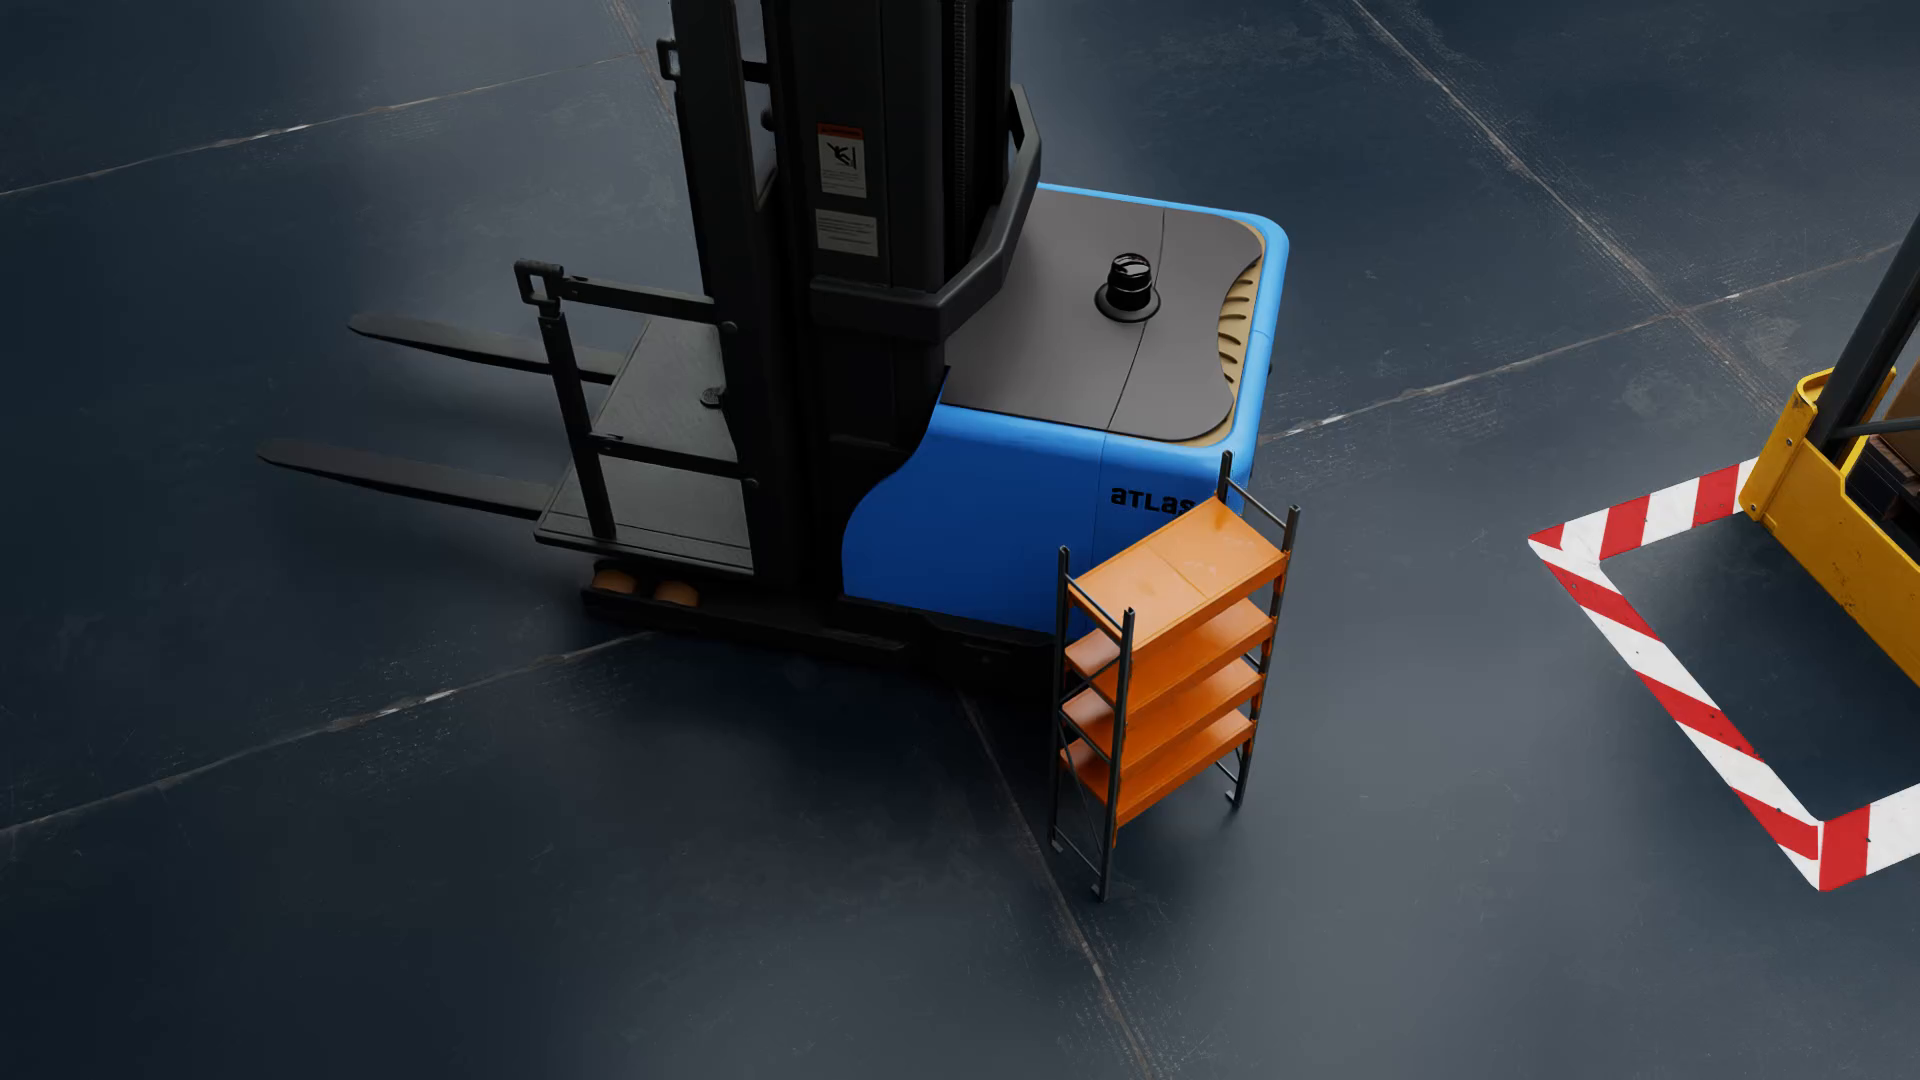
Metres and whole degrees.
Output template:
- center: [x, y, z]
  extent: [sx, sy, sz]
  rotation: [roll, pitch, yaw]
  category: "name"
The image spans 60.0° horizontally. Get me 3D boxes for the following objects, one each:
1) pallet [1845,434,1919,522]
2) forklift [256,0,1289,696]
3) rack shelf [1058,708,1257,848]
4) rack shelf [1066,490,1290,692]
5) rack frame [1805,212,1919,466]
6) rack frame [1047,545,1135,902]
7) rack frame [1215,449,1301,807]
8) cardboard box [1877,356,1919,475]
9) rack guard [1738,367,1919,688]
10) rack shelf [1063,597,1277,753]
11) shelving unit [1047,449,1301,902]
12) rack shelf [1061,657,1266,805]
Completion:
- center: [3.605, -0.082, 5.182]
  extent: [1.213, 0.211, 1.003]
  rotation: [-17, 52, -14]
  category: "pallet"
- center: [-0.649, -1.055, 4.224]
  extent: [3.031, 2.935, 1.130]
  rotation: [10, 50, 9]
  category: "forklift"
- center: [0.505, 0.553, 4.330]
  extent: [0.480, 0.148, 0.258]
  rotation: [-30, 54, -23]
  category: "rack shelf"
- center: [0.493, 0.112, 3.840]
  extent: [0.480, 0.148, 0.258]
  rotation: [-30, 54, -23]
  category: "rack shelf"
- center: [2.797, -0.740, 3.908]
  extent: [0.127, 3.000, 1.000]
  rotation: [-17, 52, -14]
  category: "rack frame"
- center: [0.305, 0.486, 4.036]
  extent: [0.015, 1.200, 0.240]
  rotation: [-30, 54, -23]
  category: "rack frame"
- center: [0.695, 0.264, 4.228]
  extent: [0.015, 1.200, 0.240]
  rotation: [-30, 54, -23]
  category: "rack frame"
- center: [3.207, -0.397, 4.972]
  extent: [0.500, 0.500, 0.500]
  rotation: [-17, 52, -14]
  category: "cardboard box"
- center: [2.867, 0.053, 4.875]
  extent: [0.348, 0.500, 1.175]
  rotation: [-17, 52, -14]
  category: "rack guard"
- center: [0.497, 0.270, 4.016]
  extent: [0.480, 0.148, 0.258]
  rotation: [-30, 54, -23]
  category: "rack shelf"
- center: [0.500, 0.375, 4.132]
  extent: [0.503, 1.200, 0.258]
  rotation: [-30, 54, -23]
  category: "shelving unit"
- center: [0.501, 0.420, 4.182]
  extent: [0.480, 0.148, 0.258]
  rotation: [-30, 54, -23]
  category: "rack shelf"
